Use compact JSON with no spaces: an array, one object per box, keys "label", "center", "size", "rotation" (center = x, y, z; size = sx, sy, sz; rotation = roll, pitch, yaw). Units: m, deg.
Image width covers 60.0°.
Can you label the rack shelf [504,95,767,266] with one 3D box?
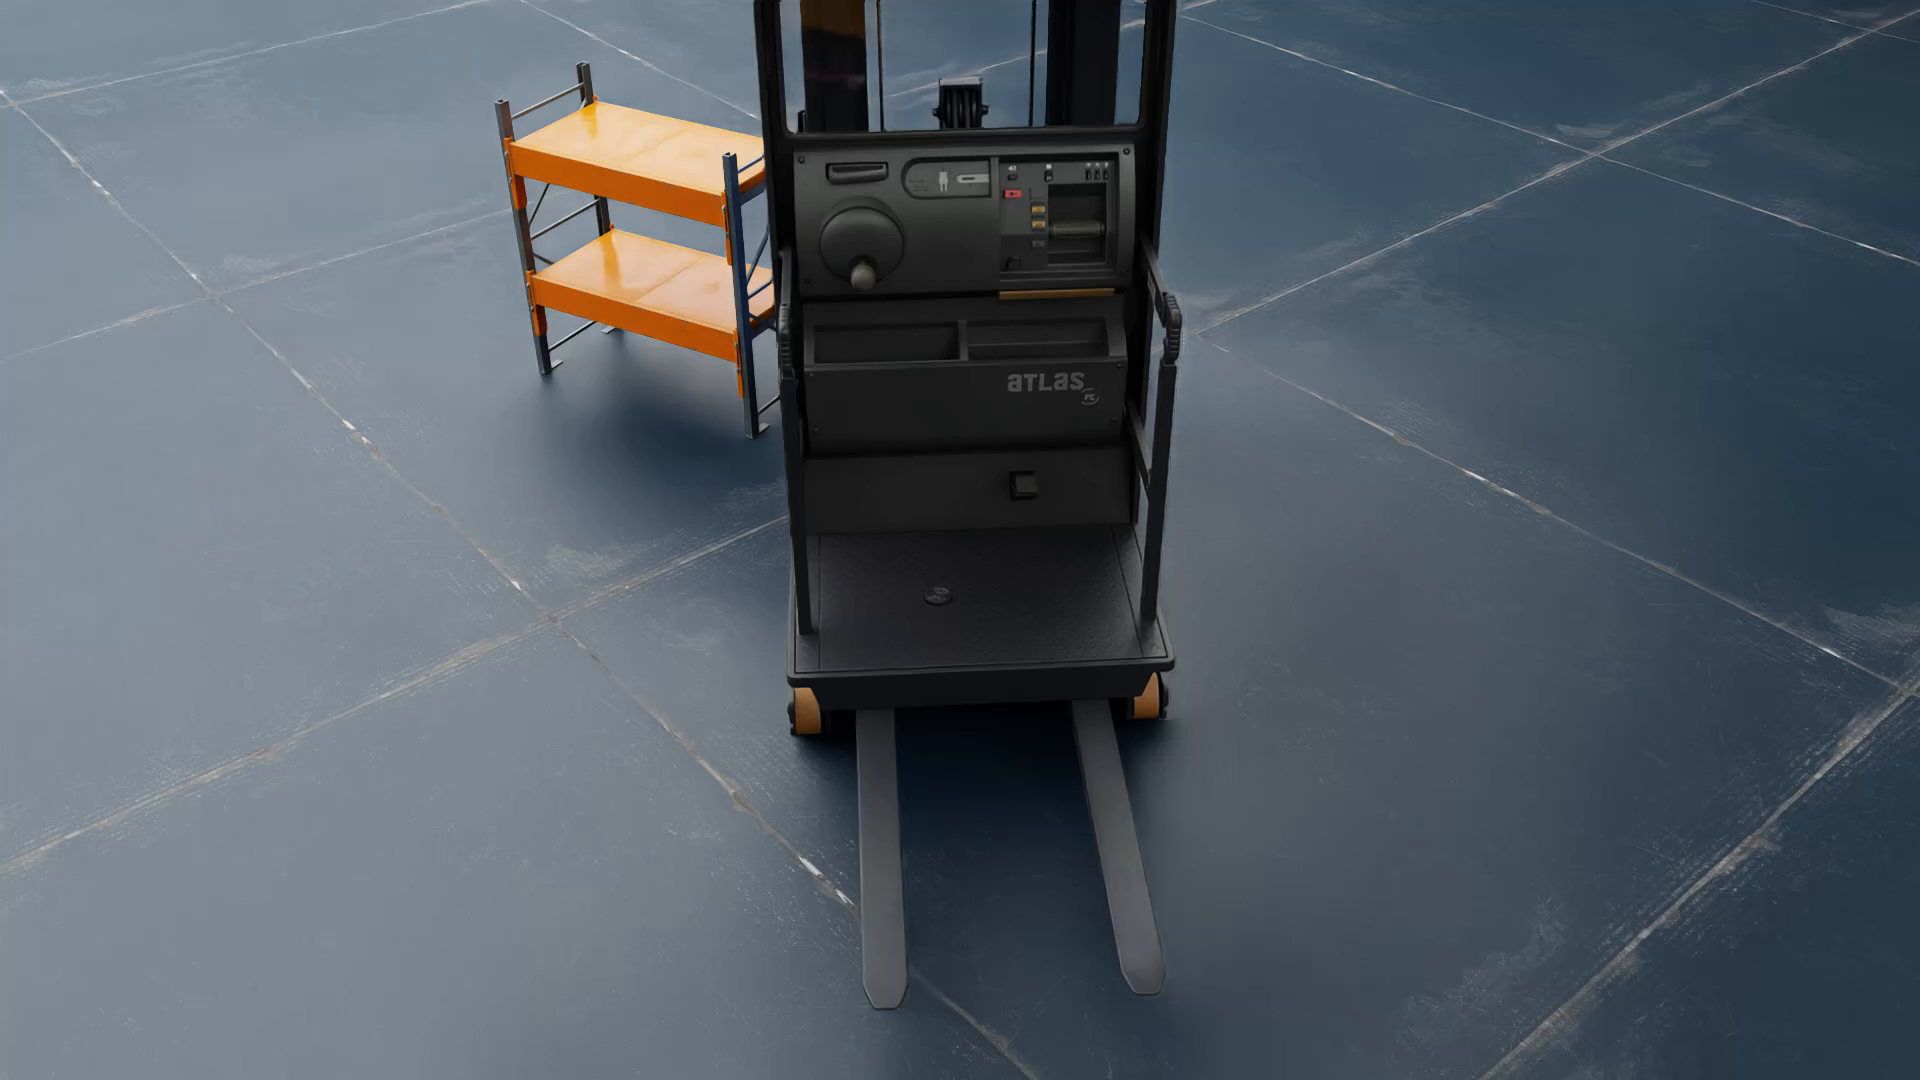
[{"label":"rack shelf","center":[-1.118,-1.352,6.179],"size":[1.000,0.278,0.538],"rotation":[18,39,23]}]

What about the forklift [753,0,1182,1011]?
[{"label":"forklift","center":[0.032,-0.818,4.369],"size":[1.130,2.935,3.031],"rotation":[-2,35,-3]}]

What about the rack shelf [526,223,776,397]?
[{"label":"rack shelf","center":[-1.118,-0.914,6.490],"size":[1.000,0.278,0.538],"rotation":[18,39,23]}]

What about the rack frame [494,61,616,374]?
[{"label":"rack frame","center":[-1.562,-1.257,6.551],"size":[0.032,1.125,0.500],"rotation":[18,39,23]}]

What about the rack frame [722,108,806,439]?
[{"label":"rack frame","center":[-0.674,-0.970,6.146],"size":[0.032,1.125,0.500],"rotation":[18,39,23]}]

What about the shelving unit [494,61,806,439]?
[{"label":"shelving unit","center":[-1.118,-1.113,6.348],"size":[1.048,1.125,0.538],"rotation":[18,39,23]}]
